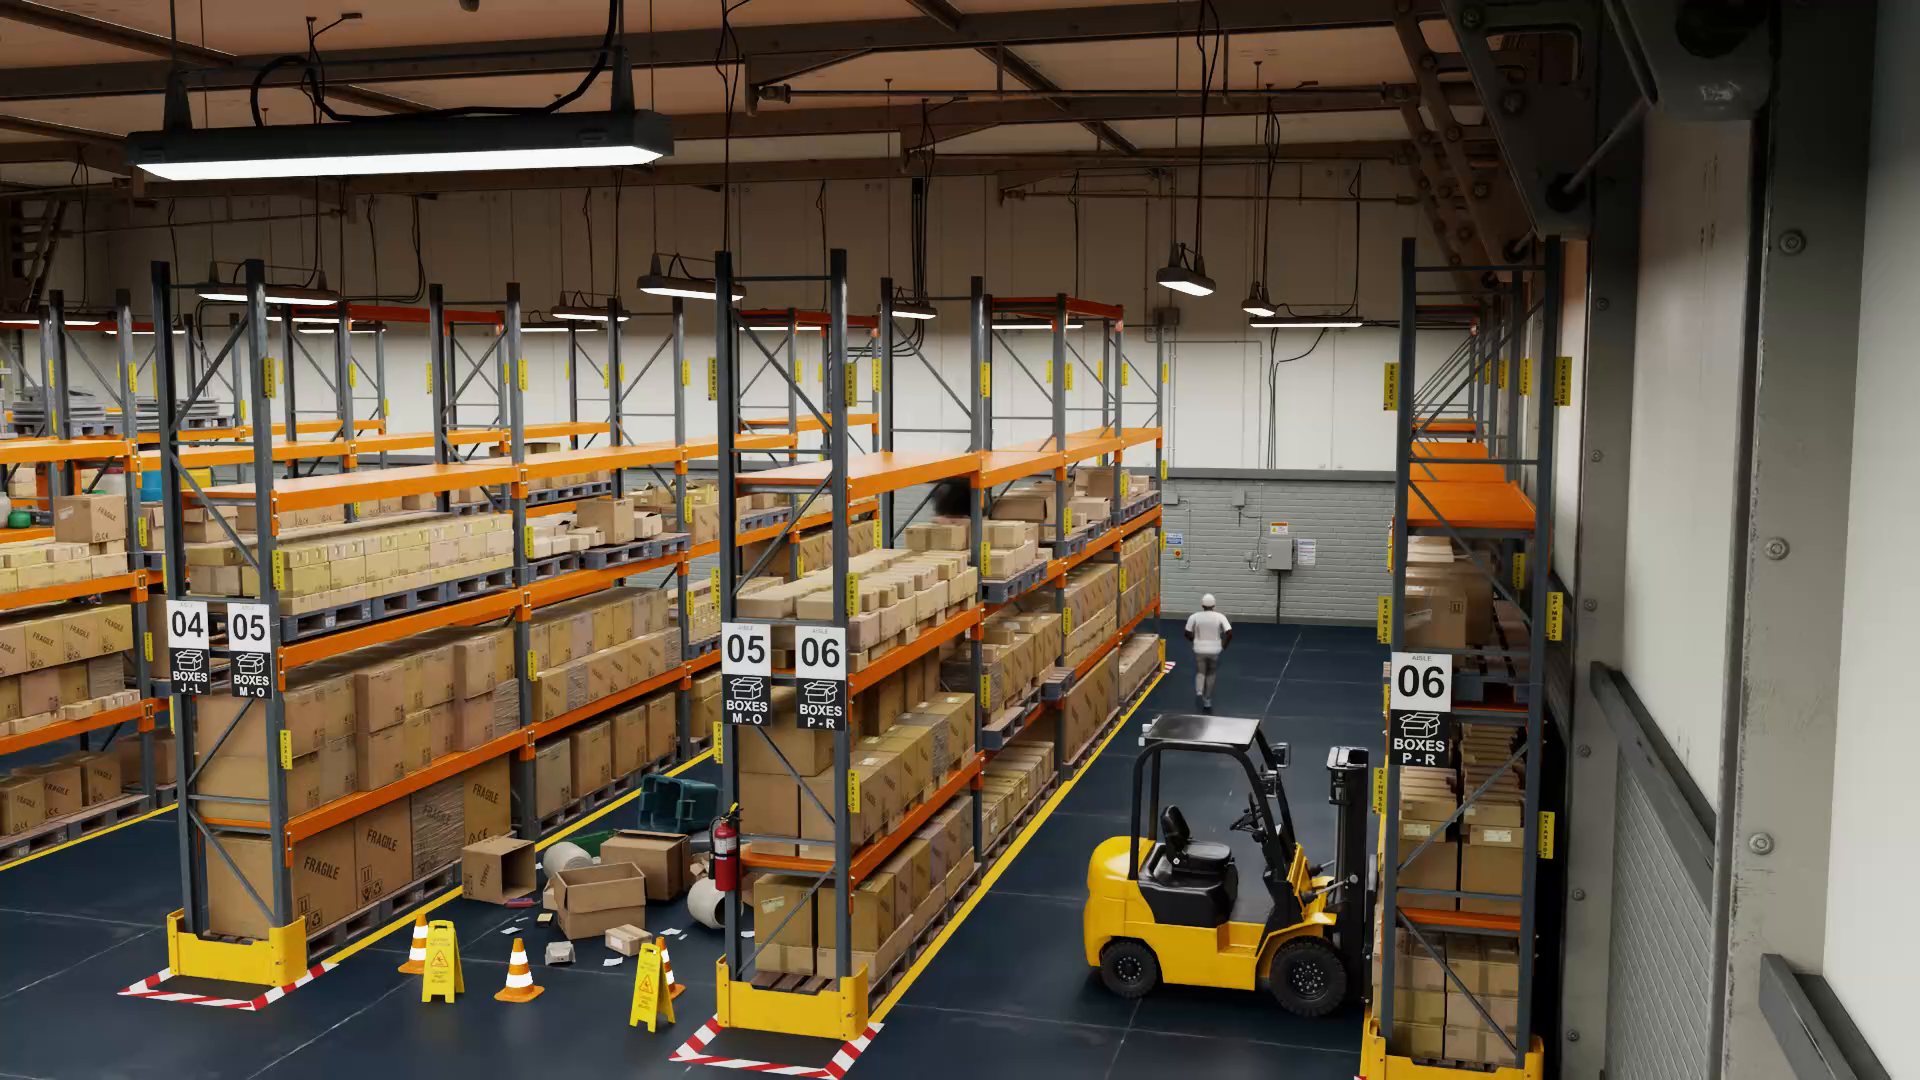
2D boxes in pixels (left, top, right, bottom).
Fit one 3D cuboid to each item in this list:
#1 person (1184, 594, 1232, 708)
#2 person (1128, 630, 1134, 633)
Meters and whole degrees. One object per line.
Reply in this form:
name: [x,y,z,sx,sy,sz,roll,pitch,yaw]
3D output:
person: [3.710,1.674,24.864,0.708,1.746,0.714,1,6,10]
person: [2.879,1.235,29.554,0.627,1.704,0.612,3,7,24]
